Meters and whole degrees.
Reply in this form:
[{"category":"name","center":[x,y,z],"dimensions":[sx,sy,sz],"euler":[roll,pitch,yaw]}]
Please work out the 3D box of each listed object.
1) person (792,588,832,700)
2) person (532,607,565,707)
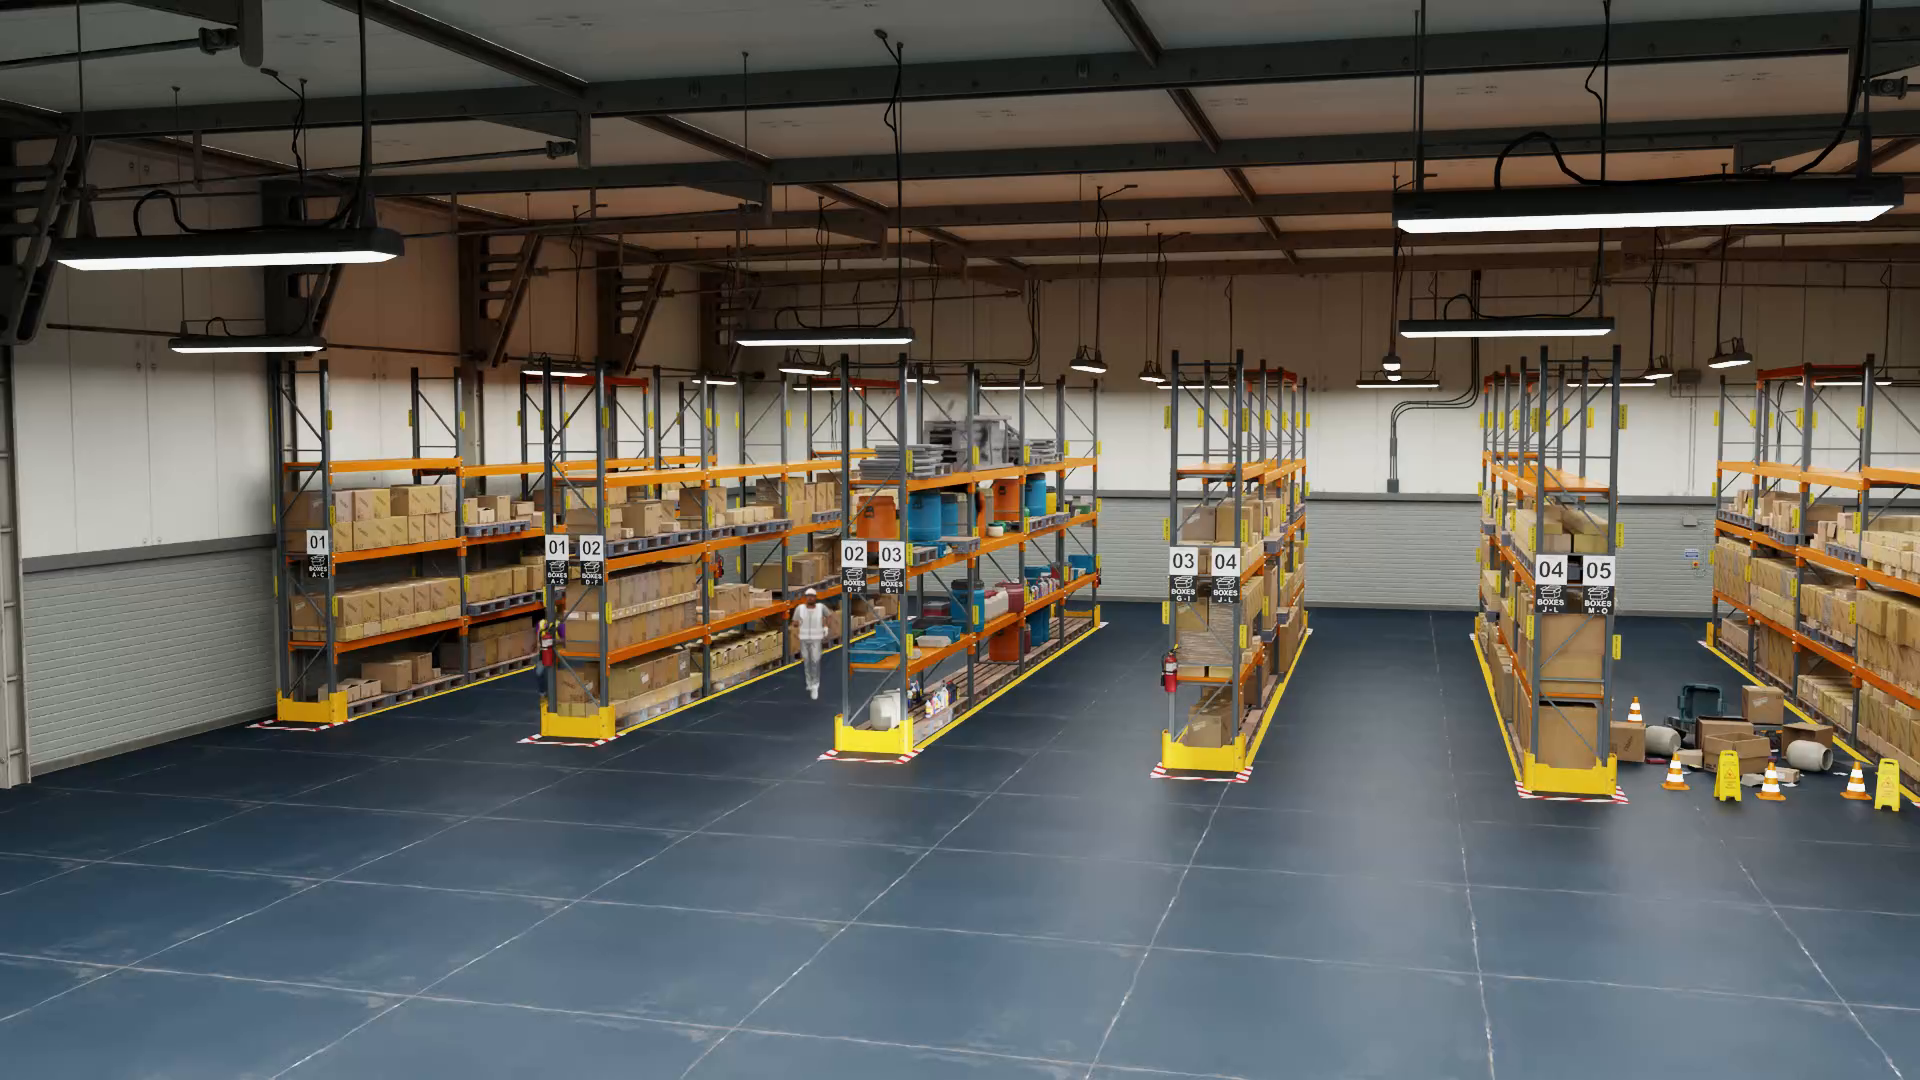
[{"category":"person","center":[-2.569,1.776,28.647],"dimensions":[0.657,1.892,0.707],"euler":[0,4,5]},{"category":"person","center":[-7.209,2.028,29.182],"dimensions":[0.670,1.801,0.728],"euler":[0,4,3]}]
